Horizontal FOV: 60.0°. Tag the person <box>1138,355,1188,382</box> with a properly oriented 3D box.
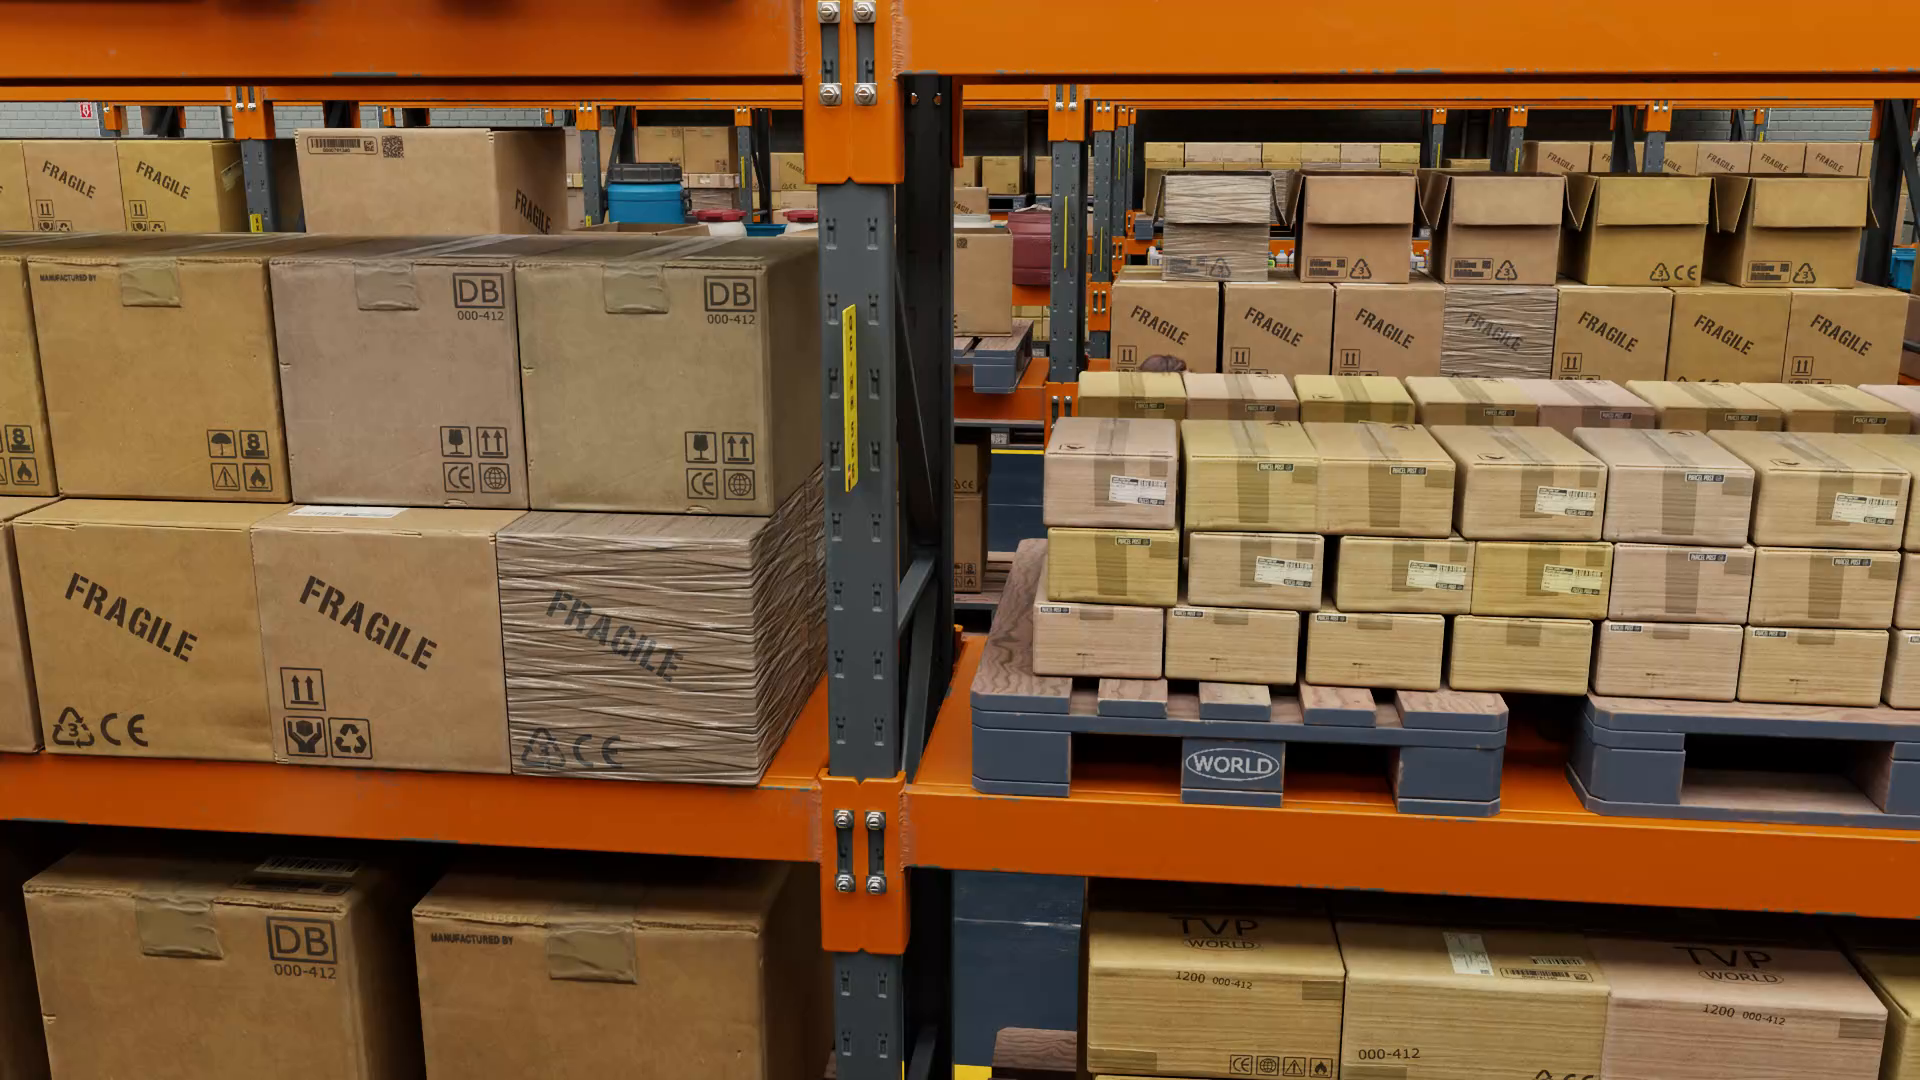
[{"bbox_3d":[0.874,0.086,6.698,0.504,1.668,0.407,1,14,5],"label":"person"}]
